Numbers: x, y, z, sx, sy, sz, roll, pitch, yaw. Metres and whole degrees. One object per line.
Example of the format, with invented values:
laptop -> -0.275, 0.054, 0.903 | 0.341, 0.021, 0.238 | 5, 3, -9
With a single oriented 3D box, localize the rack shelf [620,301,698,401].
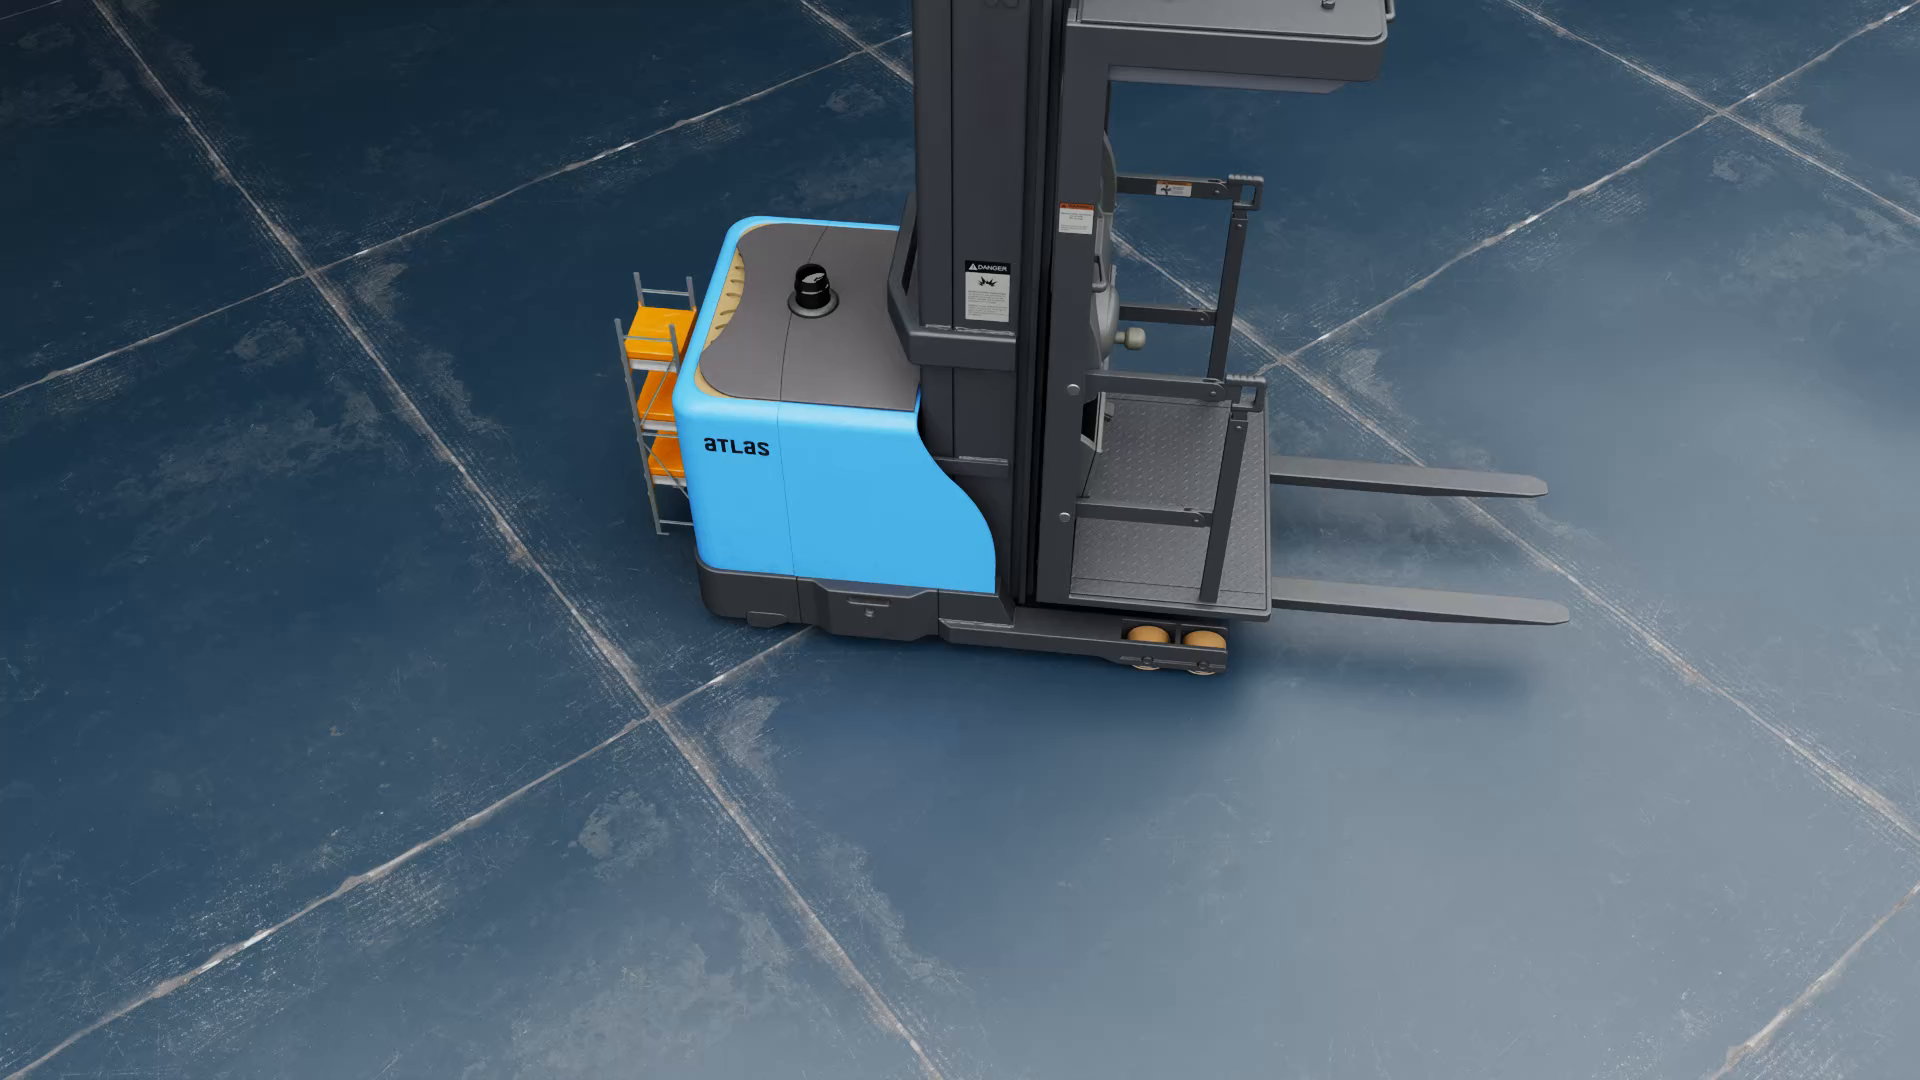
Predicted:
rack shelf -> -1.026, -0.640, 5.753 | 0.215, 0.259, 0.240 | 5, 48, 5

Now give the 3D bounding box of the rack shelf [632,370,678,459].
rack shelf -> -1.026, -0.449, 5.963 | 0.215, 0.259, 0.240 | 5, 48, 5

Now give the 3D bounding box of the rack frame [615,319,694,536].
rack frame -> -1.041, -0.367, 5.874 | 0.200, 1.050, 0.008 | 5, 48, 5

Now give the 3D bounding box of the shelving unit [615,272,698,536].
shelving unit -> -1.026, -0.456, 5.955 | 0.215, 1.050, 0.252 | 5, 48, 5

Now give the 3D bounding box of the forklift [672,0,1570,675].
forklift -> 0.626, -0.931, 5.116 | 3.031, 2.935, 1.130 | 5, 48, 4

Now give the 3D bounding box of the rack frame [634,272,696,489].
rack frame -> -1.010, -0.546, 6.036 | 0.200, 1.050, 0.008 | 5, 48, 5

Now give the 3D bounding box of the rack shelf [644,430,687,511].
rack shelf -> -1.026, -0.263, 6.169 | 0.215, 0.259, 0.240 | 5, 48, 5
